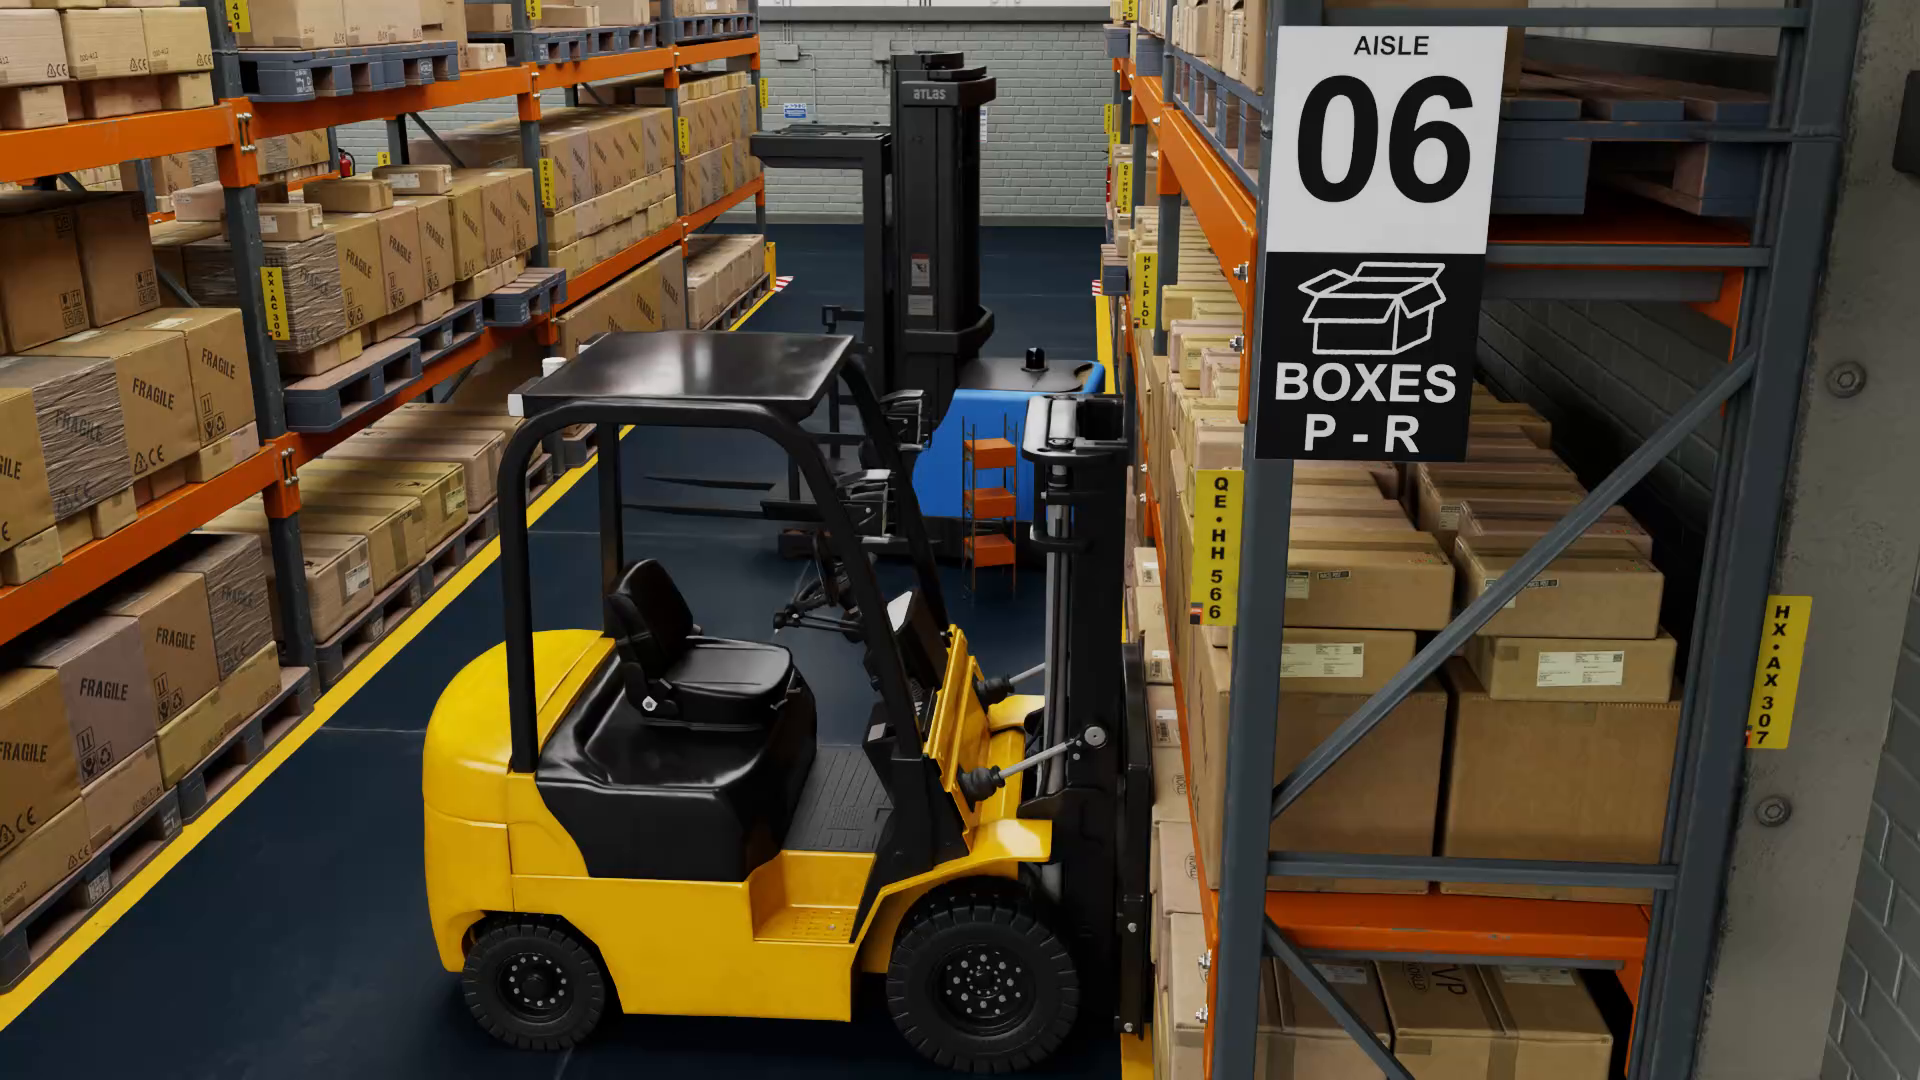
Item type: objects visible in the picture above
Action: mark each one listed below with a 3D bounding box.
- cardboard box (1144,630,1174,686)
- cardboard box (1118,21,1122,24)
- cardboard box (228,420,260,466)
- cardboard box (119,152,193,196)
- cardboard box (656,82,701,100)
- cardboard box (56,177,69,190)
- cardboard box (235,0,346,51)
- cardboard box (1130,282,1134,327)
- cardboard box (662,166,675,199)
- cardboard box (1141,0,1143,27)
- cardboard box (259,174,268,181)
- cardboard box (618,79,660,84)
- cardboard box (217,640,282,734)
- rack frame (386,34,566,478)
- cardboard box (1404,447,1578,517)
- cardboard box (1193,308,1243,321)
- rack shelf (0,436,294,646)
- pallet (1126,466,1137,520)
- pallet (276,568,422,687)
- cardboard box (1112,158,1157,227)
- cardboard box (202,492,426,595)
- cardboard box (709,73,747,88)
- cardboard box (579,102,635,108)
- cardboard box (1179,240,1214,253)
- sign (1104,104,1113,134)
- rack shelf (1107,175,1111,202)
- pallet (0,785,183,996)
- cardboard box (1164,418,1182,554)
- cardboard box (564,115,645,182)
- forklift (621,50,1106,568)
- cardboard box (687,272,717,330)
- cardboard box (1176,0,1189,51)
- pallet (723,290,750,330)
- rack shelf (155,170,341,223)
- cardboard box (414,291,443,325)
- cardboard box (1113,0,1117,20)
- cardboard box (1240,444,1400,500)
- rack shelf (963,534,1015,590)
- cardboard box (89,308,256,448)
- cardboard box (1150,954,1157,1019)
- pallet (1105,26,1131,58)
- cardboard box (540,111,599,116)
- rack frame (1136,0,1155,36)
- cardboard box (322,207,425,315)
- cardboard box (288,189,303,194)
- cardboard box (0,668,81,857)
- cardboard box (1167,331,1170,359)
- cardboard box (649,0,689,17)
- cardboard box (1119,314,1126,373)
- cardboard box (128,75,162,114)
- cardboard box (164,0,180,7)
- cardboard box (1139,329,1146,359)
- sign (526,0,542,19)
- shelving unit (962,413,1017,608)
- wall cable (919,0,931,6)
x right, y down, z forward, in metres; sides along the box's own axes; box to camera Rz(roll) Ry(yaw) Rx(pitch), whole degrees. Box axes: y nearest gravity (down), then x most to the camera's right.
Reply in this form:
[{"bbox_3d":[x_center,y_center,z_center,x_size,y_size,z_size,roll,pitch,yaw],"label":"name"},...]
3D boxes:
[{"bbox_3d":[0.923,0.543,6.083,0.500,0.250,0.500,2,18,6],"label":"cardboard box"},{"bbox_3d":[1.726,-4.842,15.330,0.500,0.250,0.500,1,18,2],"label":"cardboard box"},{"bbox_3d":[-3.329,-0.429,7.318,0.380,0.149,0.250,1,18,3],"label":"cardboard box"},{"bbox_3d":[-7.694,-3.556,15.819,0.500,0.500,0.500,1,18,3],"label":"cardboard box"},{"bbox_3d":[-2.697,-4.299,15.917,0.380,0.149,0.250,1,18,4],"label":"cardboard box"},{"bbox_3d":[-7.866,-3.068,14.221,0.380,0.149,0.250,1,18,2],"label":"cardboard box"},{"bbox_3d":[-3.168,-2.381,7.622,0.500,0.250,0.500,1,18,2],"label":"cardboard box"},{"bbox_3d":[1.311,-1.428,10.204,0.500,0.250,0.500,1,18,3],"label":"cardboard box"},{"bbox_3d":[-2.826,-3.163,14.698,0.500,0.250,0.500,1,18,4],"label":"cardboard box"},{"bbox_3d":[1.333,-3.288,9.827,0.500,0.500,0.500,1,18,4],"label":"cardboard box"},{"bbox_3d":[-7.616,-3.836,17.716,0.380,0.149,0.250,1,18,2],"label":"cardboard box"},{"bbox_3d":[-3.177,-4.469,16.436,0.380,0.149,0.250,1,18,3],"label":"cardboard box"},{"bbox_3d":[-3.384,0.642,7.388,0.500,0.250,0.500,2,18,6],"label":"cardboard box"},{"bbox_3d":[-3.323,-1.897,11.396,1.000,3.000,0.127,1,18,4],"label":"rack frame"},{"bbox_3d":[1.381,-0.139,4.350,0.380,0.149,0.250,1,18,4],"label":"cardboard box"},{"bbox_3d":[1.085,-0.787,6.329,0.380,0.149,0.250,1,18,3],"label":"cardboard box"},{"bbox_3d":[-3.753,0.308,5.821,1.077,0.370,4.000,1,18,4],"label":"rack shelf"},{"bbox_3d":[1.530,-0.208,10.718,1.003,0.211,1.213,1,18,4],"label":"pallet"},{"bbox_3d":[-3.556,0.428,8.777,1.003,0.211,1.213,1,18,4],"label":"pallet"},{"bbox_3d":[1.564,-2.727,13.093,0.700,0.500,0.500,1,18,4],"label":"cardboard box"},{"bbox_3d":[-3.527,0.008,9.127,0.950,0.372,0.625,2,18,7],"label":"cardboard box"},{"bbox_3d":[-2.504,-4.935,17.860,0.380,0.149,0.250,1,18,3],"label":"cardboard box"},{"bbox_3d":[-3.278,-3.815,15.482,0.500,0.500,0.500,1,18,3],"label":"cardboard box"},{"bbox_3d":[1.307,-1.567,9.185,0.380,0.149,0.250,1,18,4],"label":"cardboard box"},{"bbox_3d":[1.660,-4.696,18.546,0.100,0.325,0.005,1,18,4],"label":"sign"},{"bbox_3d":[2.058,-3.309,16.860,1.077,0.370,4.000,1,18,4],"label":"rack shelf"},{"bbox_3d":[-3.708,1.260,6.240,1.003,0.211,1.213,1,18,4],"label":"pallet"},{"bbox_3d":[0.993,-0.141,5.876,0.500,0.500,0.500,1,18,3],"label":"cardboard box"},{"bbox_3d":[-2.904,-3.200,13.605,0.500,0.500,0.500,2,18,6],"label":"cardboard box"},{"bbox_3d":[-0.646,-1.429,10.077,3.031,2.935,1.130,3,18,10],"label":"forklift"},{"bbox_3d":[-2.884,-2.314,16.108,0.875,0.438,0.875,1,18,3],"label":"cardboard box"},{"bbox_3d":[1.039,-1.922,5.964,0.500,0.311,0.500,2,18,5],"label":"cardboard box"},{"bbox_3d":[-2.819,-2.429,17.496,1.003,0.211,1.213,1,18,4],"label":"pallet"},{"bbox_3d":[-7.838,-3.498,17.436,1.077,0.370,4.000,1,18,4],"label":"rack shelf"},{"bbox_3d":[-3.134,-1.304,9.314,0.380,0.149,0.250,2,18,6],"label":"cardboard box"},{"bbox_3d":[1.420,-4.262,13.364,0.380,0.149,0.250,2,18,5],"label":"cardboard box"},{"bbox_3d":[0.940,-0.151,4.386,0.380,0.149,0.250,1,18,4],"label":"cardboard box"},{"bbox_3d":[0.162,0.112,9.323,0.240,0.259,0.215,-6,19,-17],"label":"rack shelf"},{"bbox_3d":[-3.394,-0.700,7.104,0.500,0.500,0.500,1,18,3],"label":"cardboard box"},{"bbox_3d":[0.863,1.342,5.252,0.500,0.250,0.500,1,18,5],"label":"cardboard box"},{"bbox_3d":[1.727,-3.843,12.818,1.213,0.211,1.003,1,18,4],"label":"pallet"},{"bbox_3d":[-3.364,-3.373,14.134,0.500,0.500,0.500,1,18,4],"label":"cardboard box"},{"bbox_3d":[1.628,-4.638,10.127,1.000,3.000,0.127,1,18,4],"label":"rack frame"},{"bbox_3d":[-3.206,-1.491,8.844,0.500,0.500,0.500,1,18,4],"label":"cardboard box"},{"bbox_3d":[-3.648,-1.824,9.859,0.500,0.500,0.500,2,18,5],"label":"cardboard box"},{"bbox_3d":[-3.485,0.768,5.798,0.500,0.500,0.500,2,18,5],"label":"cardboard box"},{"bbox_3d":[1.056,-0.808,6.869,0.380,0.149,0.250,1,18,3],"label":"cardboard box"},{"bbox_3d":[-2.785,-5.038,15.167,0.500,0.500,0.500,2,18,5],"label":"cardboard box"},{"bbox_3d":[1.587,-1.576,13.755,0.500,0.500,0.500,1,18,2],"label":"cardboard box"},{"bbox_3d":[-3.434,-1.780,6.623,0.380,0.149,0.250,2,18,5],"label":"cardboard box"},{"bbox_3d":[-3.415,-2.237,6.737,0.380,0.149,0.250,2,18,5],"label":"cardboard box"},{"bbox_3d":[1.151,-1.030,8.186,0.500,0.250,0.500,1,18,2],"label":"cardboard box"},{"bbox_3d":[-2.782,-3.556,10.809,0.100,0.325,0.005,1,18,4],"label":"sign"},{"bbox_3d":[0.162,-0.163,9.233,0.252,1.050,0.215,-6,19,-17],"label":"shelving unit"},{"bbox_3d":[0.903,-8.932,23.170,2.988,3.039,0.133,1,18,4],"label":"wall cable"}]
